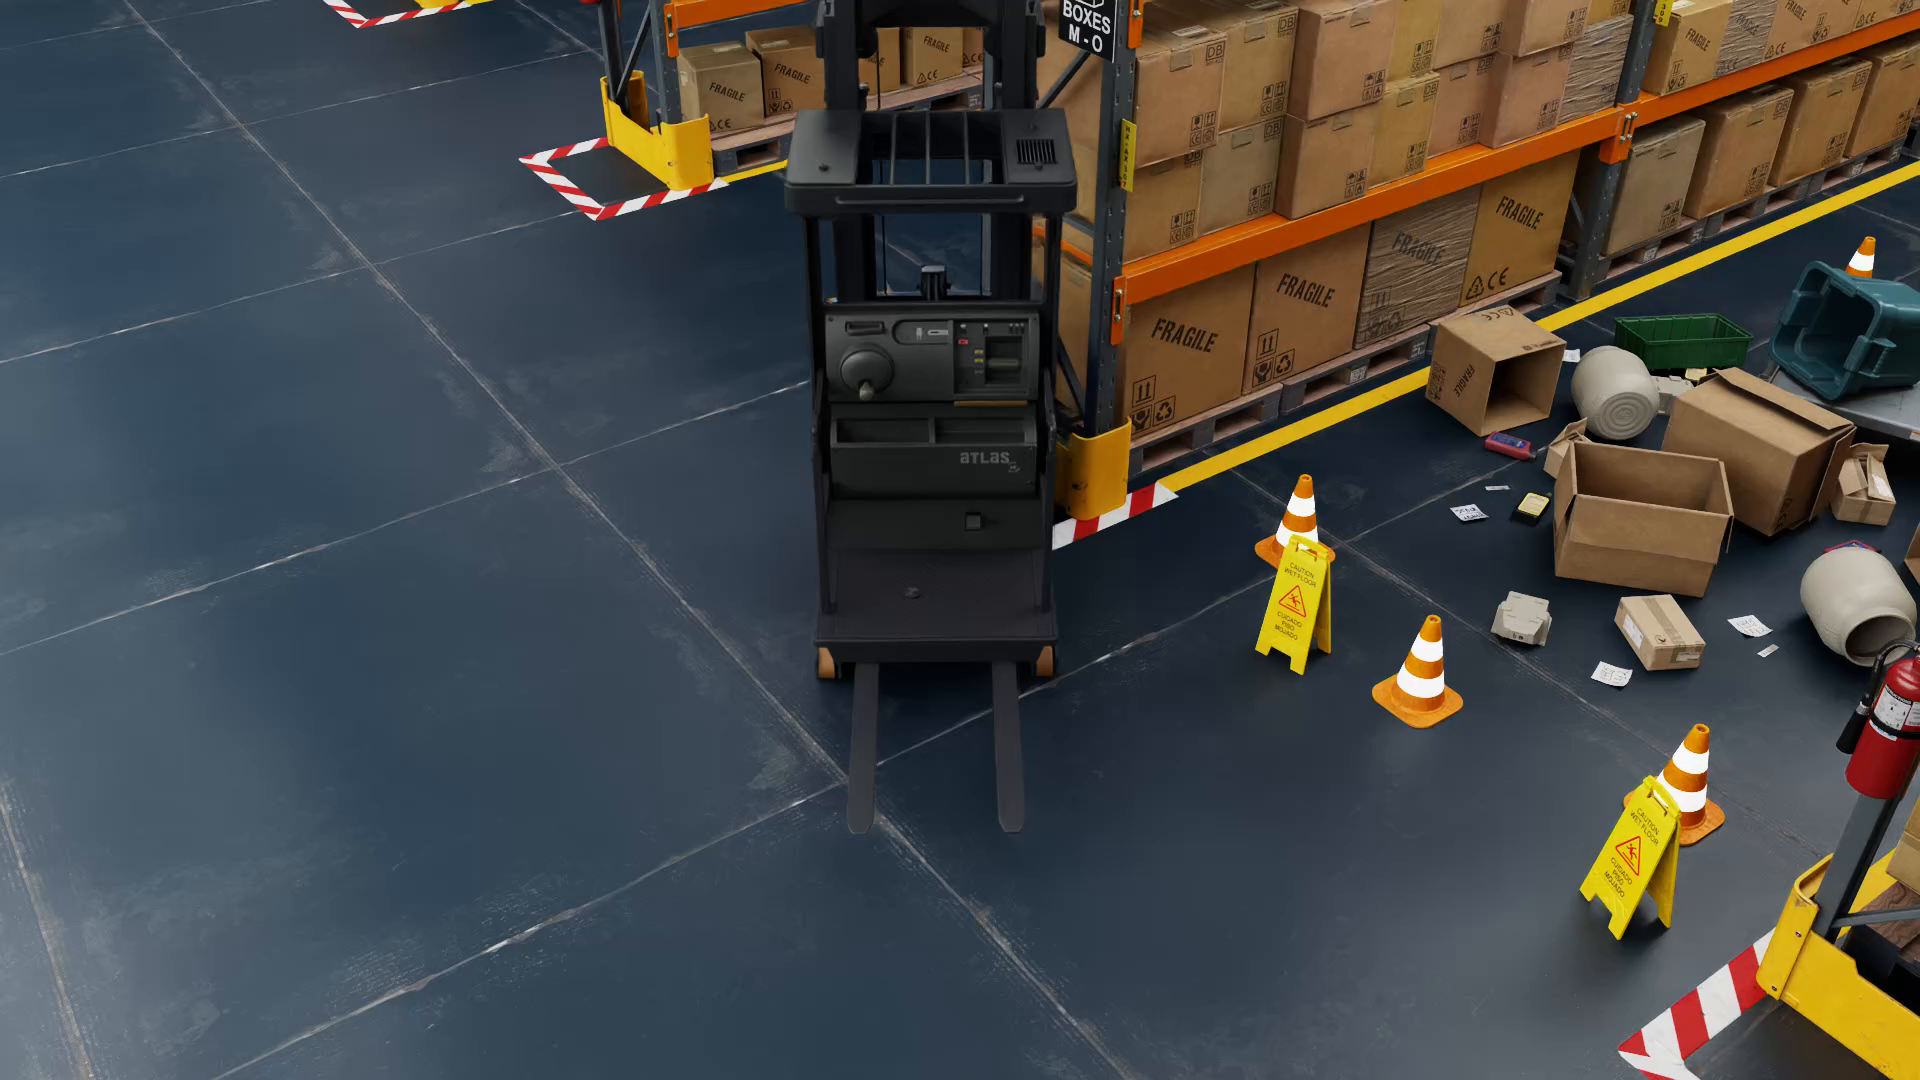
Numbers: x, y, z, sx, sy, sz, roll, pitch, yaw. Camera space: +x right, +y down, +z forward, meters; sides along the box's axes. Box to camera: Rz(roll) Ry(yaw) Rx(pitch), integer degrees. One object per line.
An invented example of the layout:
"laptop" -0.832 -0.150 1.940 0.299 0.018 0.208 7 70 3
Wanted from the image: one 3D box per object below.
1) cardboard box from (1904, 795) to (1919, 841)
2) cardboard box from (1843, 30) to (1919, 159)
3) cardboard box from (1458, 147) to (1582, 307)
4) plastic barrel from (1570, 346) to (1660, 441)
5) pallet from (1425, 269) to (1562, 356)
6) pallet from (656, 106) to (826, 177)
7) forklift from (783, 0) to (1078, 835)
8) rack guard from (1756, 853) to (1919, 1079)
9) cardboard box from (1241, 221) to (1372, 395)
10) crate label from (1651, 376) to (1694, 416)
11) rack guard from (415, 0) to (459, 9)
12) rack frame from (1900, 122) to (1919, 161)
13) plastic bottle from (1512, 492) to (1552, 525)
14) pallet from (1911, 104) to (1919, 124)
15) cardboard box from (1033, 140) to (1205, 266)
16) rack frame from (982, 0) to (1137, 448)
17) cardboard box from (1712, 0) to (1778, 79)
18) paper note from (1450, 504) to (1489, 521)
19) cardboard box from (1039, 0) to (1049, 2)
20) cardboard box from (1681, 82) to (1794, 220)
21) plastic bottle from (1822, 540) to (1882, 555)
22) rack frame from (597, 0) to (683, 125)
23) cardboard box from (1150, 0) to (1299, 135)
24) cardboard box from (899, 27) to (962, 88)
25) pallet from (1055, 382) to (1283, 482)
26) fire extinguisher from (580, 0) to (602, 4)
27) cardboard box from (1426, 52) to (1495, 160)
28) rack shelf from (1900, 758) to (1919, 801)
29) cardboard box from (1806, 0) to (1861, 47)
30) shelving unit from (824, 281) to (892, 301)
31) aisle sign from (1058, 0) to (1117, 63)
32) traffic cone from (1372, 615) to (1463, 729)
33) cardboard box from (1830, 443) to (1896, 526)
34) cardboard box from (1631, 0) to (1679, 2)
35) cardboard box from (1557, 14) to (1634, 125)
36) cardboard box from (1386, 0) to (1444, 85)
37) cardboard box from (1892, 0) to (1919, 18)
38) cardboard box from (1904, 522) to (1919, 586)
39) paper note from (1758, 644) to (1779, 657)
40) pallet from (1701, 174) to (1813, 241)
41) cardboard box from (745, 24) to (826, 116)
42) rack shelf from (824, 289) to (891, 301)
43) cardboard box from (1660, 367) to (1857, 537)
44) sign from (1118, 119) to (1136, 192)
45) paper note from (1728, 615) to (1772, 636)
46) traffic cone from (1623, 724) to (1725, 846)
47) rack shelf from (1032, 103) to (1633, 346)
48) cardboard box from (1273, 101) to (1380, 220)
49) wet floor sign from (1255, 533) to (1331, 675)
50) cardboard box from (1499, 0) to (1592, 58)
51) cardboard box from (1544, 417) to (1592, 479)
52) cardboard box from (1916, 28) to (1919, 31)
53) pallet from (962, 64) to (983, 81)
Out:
"cardboard box" 3.891 0.928 6.057 0.500 0.500 0.500 -22 41 -28
"cardboard box" 6.442 -3.434 12.336 0.750 0.750 1.050 -23 42 -28
"cardboard box" 3.167 -2.123 10.406 0.875 0.875 0.875 -22 41 -27
"plastic barrel" 3.678 -0.833 9.360 0.421 0.421 0.512 3 36 4
"pallet" 3.055 -1.642 10.666 1.213 0.211 1.003 -22 41 -28
"pallet" -1.576 -3.199 12.830 1.213 0.211 1.003 -22 41 -28
"forklift" -0.113 -0.735 7.075 1.130 2.935 3.031 0 36 -1
"rack guard" 3.448 1.670 5.813 0.348 0.500 1.175 -22 41 -28
"cardboard box" 1.686 -1.512 9.557 0.875 0.875 0.875 -23 42 -29
"crate label" 4.098 -0.841 9.616 0.298 0.136 0.250 9 37 12
"rack guard" -5.141 -5.446 15.707 0.348 0.500 1.175 -22 41 -28
"rack frame" 6.991 -4.338 12.027 0.127 3.000 1.000 -22 41 -28
"plastic bottle" 3.024 -0.183 8.766 0.133 0.061 0.283 22 41 28
"pallet" 7.631 -3.468 13.205 1.213 0.211 1.003 -22 41 -28
"cardboard box" 0.729 -1.855 8.445 0.550 0.550 0.875 -22 41 -28
"rack frame" 0.452 -1.648 8.285 0.127 3.000 1.000 -22 41 -28
"cardboard box" 4.719 -3.252 10.431 0.500 0.500 0.500 -22 41 -28
"paper note" 2.678 -0.145 8.740 0.142 0.017 0.144 -9 37 -12
"cardboard box" 0.597 -4.434 13.941 0.500 0.500 0.500 -24 42 -29
"cardboard box" 4.968 -2.825 11.489 0.750 0.750 1.050 -22 41 -28
"plastic bottle" 4.521 0.067 8.417 0.283 0.061 0.133 -15 38 -20
"rack frame" -2.323 -4.049 11.624 0.127 3.000 1.000 -22 41 -28
"cardboard box" 1.174 -2.482 8.392 0.550 0.550 0.875 -22 41 -28
"cardboard box" -0.329 -3.992 13.326 0.500 0.500 0.500 -26 43 -32
"pallet" 1.061 -0.822 9.525 1.213 0.211 1.003 -22 41 -28
"fire extinguisher" -2.682 -4.199 11.899 0.183 0.674 0.296 -22 41 -28
"cardboard box" 2.481 -2.603 9.485 0.550 0.550 0.875 -22 41 -28
"rack shelf" 5.021 0.300 6.193 4.000 0.370 1.077 -22 41 -28
"cardboard box" 5.544 -3.590 10.900 0.500 0.500 0.500 -22 41 -27
"shelving unit" -0.532 -1.161 9.938 0.503 0.258 1.200 -10 36 -14
"aisle sign" 0.567 -2.536 7.294 0.004 0.787 0.394 -22 41 -28
"traffic cone" 2.077 0.535 7.423 0.334 0.463 0.336 -22 41 -28
"cardboard box" 4.754 -0.305 8.760 0.258 0.266 0.396 9 37 12
"cardboard box" 4.124 -3.609 10.071 0.500 0.500 0.700 -23 42 -29
"cardboard box" 3.427 -2.924 9.932 0.550 0.550 0.875 -22 41 -28
"cardboard box" 2.068 -2.846 8.898 0.500 0.550 0.875 -22 41 -28
"cardboard box" 6.369 -3.932 11.376 0.500 0.500 0.500 -22 41 -28
"cardboard box" 4.996 0.060 8.049 0.500 0.500 0.500 3 36 4
"paper note" 3.808 0.521 7.830 0.123 0.001 0.032 -22 41 -28
"pallet" 5.307 -2.569 11.955 1.213 0.211 1.003 -22 41 -28
"cardboard box" -1.334 -3.624 12.814 0.500 0.500 0.500 -12 37 -16
"rack shelf" -0.644 -1.375 10.248 0.480 0.258 0.148 -10 36 -14
"cardboard box" 4.123 -0.478 8.681 0.503 0.637 0.797 -22 41 -28
"sign" 0.767 -1.764 7.638 0.005 0.325 0.100 -22 41 -28
"paper note" 3.793 0.409 7.979 0.142 0.019 0.148 -9 37 -12
"traffic cone" 2.995 0.951 6.845 0.334 0.463 0.336 -22 41 -28
"rack shelf" 2.087 -2.028 9.430 4.000 0.370 1.077 -22 41 -28
"cardboard box" 1.696 -2.179 8.895 0.550 0.550 0.875 -22 41 -28
"wet floor sign" 1.569 0.263 7.645 0.267 0.644 0.232 30 45 35
"cardboard box" 3.018 -3.144 9.313 0.550 0.550 0.875 -22 41 -28
"cardboard box" 3.378 -0.426 8.928 0.258 0.266 0.396 -15 38 -20
"cardboard box" 7.399 -4.154 12.909 0.500 0.250 0.500 -23 42 -29
"pallet" 0.418 -4.019 13.971 1.213 0.211 1.003 -22 41 -28
